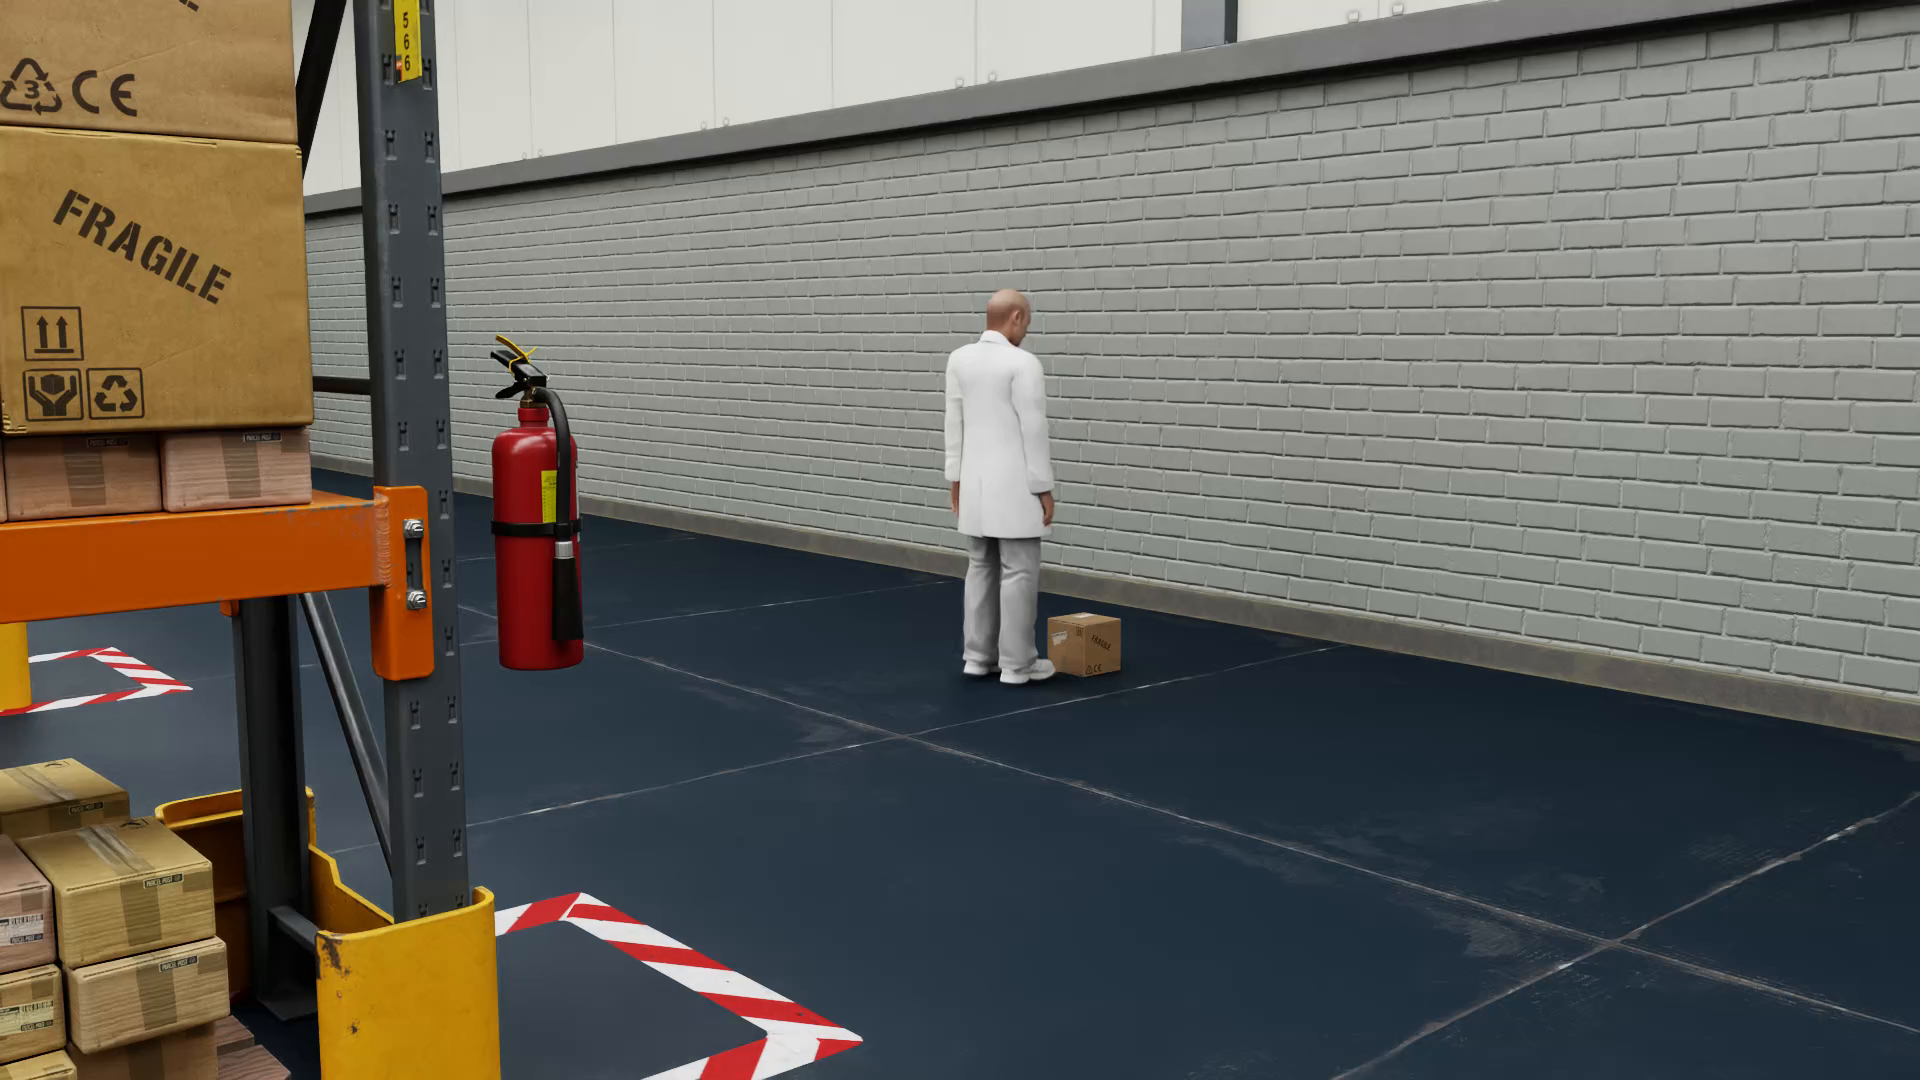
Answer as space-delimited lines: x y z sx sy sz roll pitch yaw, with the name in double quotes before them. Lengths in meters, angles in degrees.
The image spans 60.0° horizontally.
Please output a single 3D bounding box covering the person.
"person" 0.244 -0.241 7.563 0.595 1.779 0.465 7 10 43
